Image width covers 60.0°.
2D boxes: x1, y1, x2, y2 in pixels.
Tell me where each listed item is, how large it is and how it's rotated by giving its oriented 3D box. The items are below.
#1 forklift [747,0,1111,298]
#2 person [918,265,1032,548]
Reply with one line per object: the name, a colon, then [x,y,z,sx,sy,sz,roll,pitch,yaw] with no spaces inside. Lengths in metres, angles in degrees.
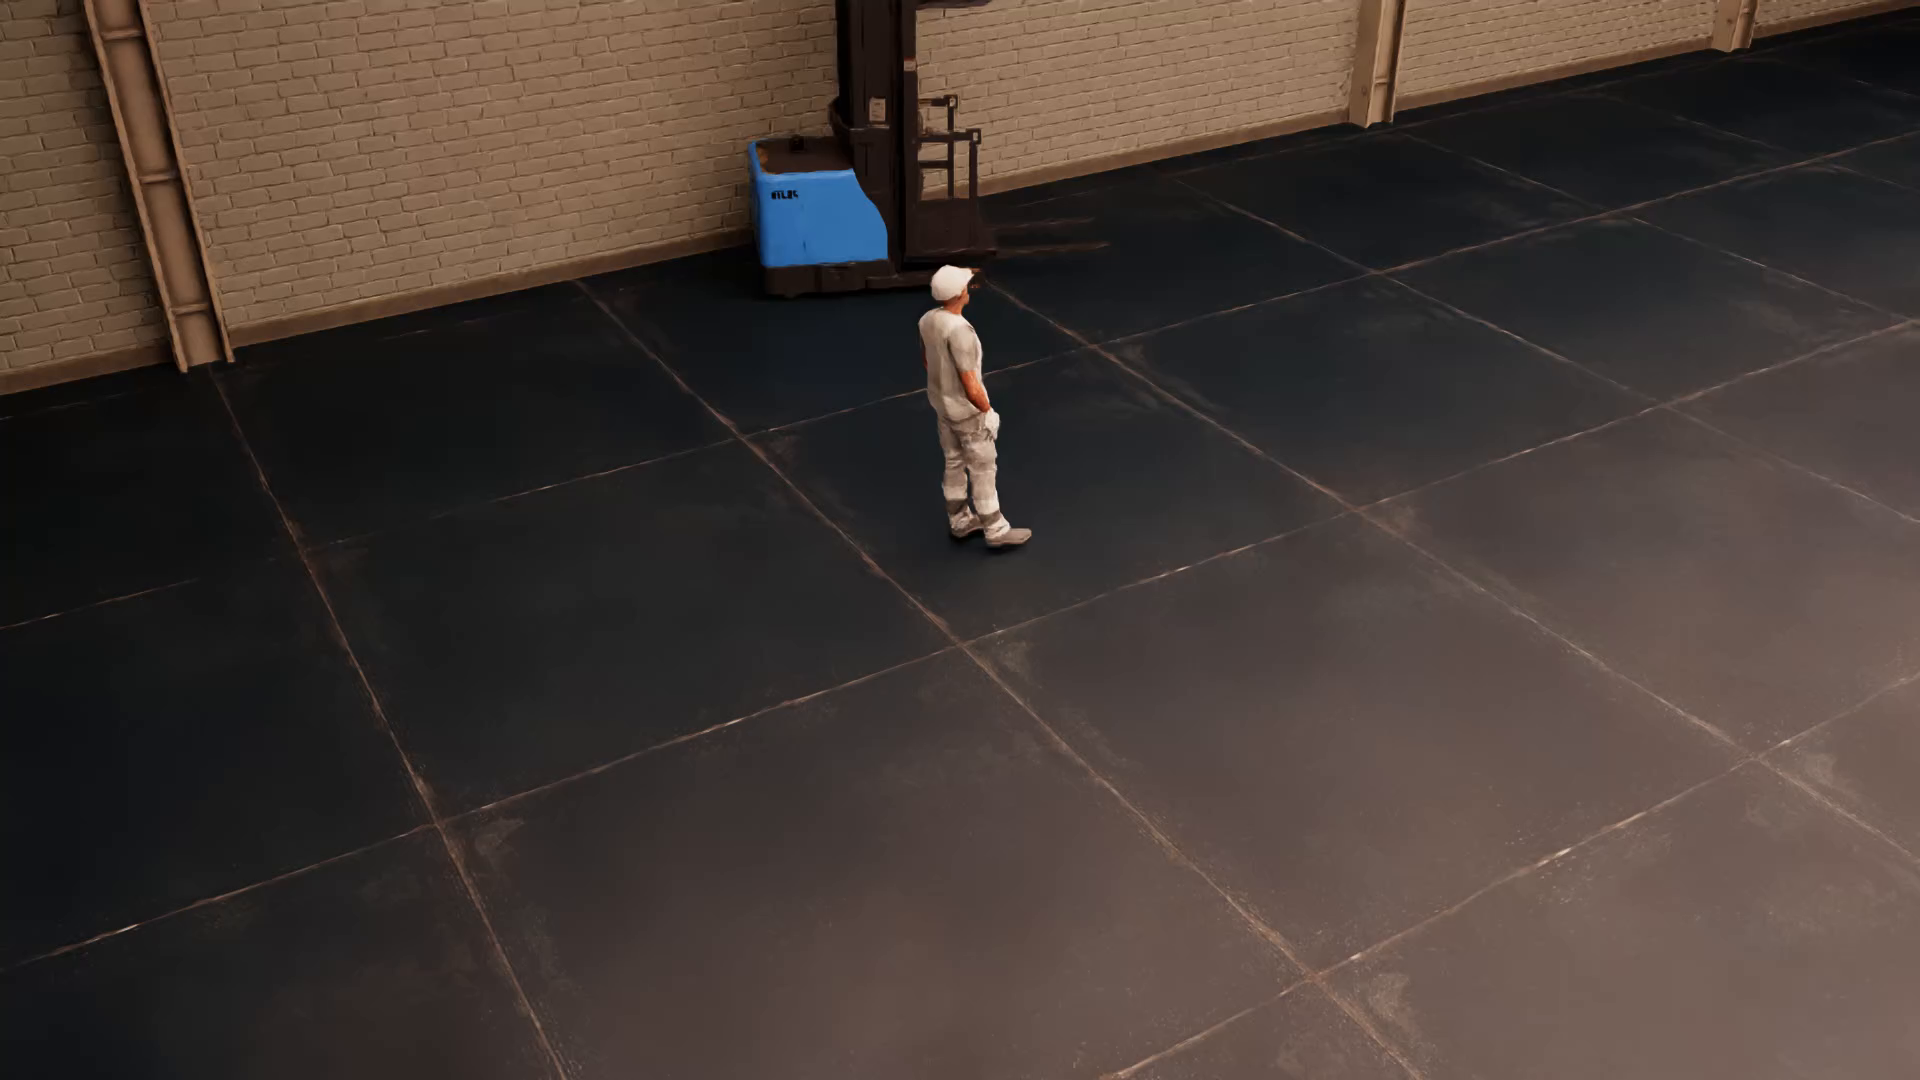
forklift: [-0.245,-3.628,13.707,3.031,2.935,1.130,-6,31,-9]
person: [0.075,-0.824,10.044,0.563,1.787,0.637,-17,35,-26]
